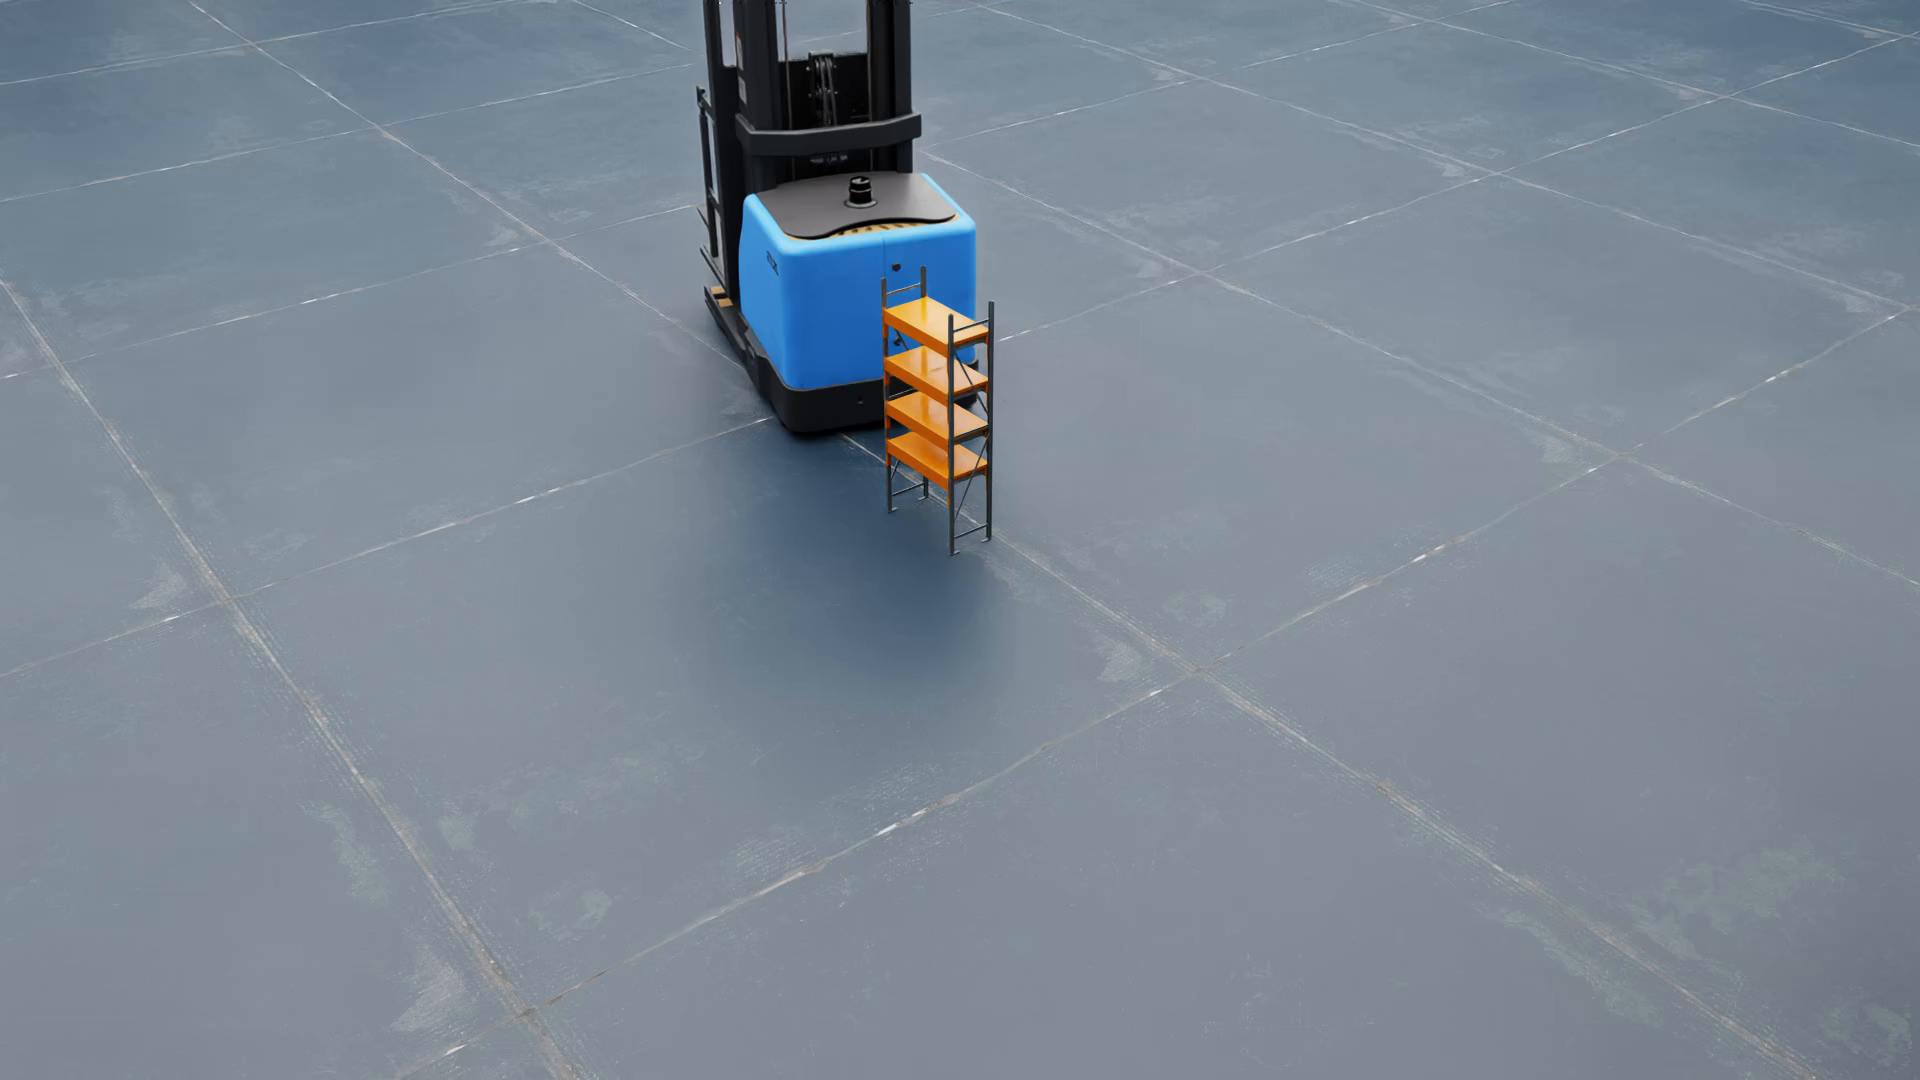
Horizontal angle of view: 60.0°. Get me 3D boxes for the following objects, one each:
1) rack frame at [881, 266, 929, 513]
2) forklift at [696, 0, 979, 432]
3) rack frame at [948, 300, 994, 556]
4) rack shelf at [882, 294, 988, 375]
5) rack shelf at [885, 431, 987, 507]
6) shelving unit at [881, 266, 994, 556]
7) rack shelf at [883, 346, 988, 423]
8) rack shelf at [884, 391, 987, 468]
[{"bbox_3d":[-0.251,-0.680,7.708,0.240,1.200,0.015,-22,38,-31],"label":"rack frame"},{"bbox_3d":[-0.882,-2.562,9.097,1.130,2.935,3.031,-11,33,-17],"label":"forklift"},{"bbox_3d":[0.048,-0.477,7.381,0.240,1.200,0.015,-22,38,-31],"label":"rack frame"},{"bbox_3d":[-0.102,-0.912,7.337,0.258,0.148,0.480,-22,38,-31],"label":"rack shelf"},{"bbox_3d":[-0.102,-0.353,7.685,0.258,0.148,0.480,-22,38,-31],"label":"rack shelf"},{"bbox_3d":[-0.102,-0.579,7.545,0.258,1.200,0.503,-22,38,-31],"label":"shelving unit"},{"bbox_3d":[-0.102,-0.712,7.462,0.258,0.148,0.480,-22,38,-31],"label":"rack shelf"},{"bbox_3d":[-0.102,-0.522,7.580,0.258,0.148,0.480,-22,38,-31],"label":"rack shelf"}]
